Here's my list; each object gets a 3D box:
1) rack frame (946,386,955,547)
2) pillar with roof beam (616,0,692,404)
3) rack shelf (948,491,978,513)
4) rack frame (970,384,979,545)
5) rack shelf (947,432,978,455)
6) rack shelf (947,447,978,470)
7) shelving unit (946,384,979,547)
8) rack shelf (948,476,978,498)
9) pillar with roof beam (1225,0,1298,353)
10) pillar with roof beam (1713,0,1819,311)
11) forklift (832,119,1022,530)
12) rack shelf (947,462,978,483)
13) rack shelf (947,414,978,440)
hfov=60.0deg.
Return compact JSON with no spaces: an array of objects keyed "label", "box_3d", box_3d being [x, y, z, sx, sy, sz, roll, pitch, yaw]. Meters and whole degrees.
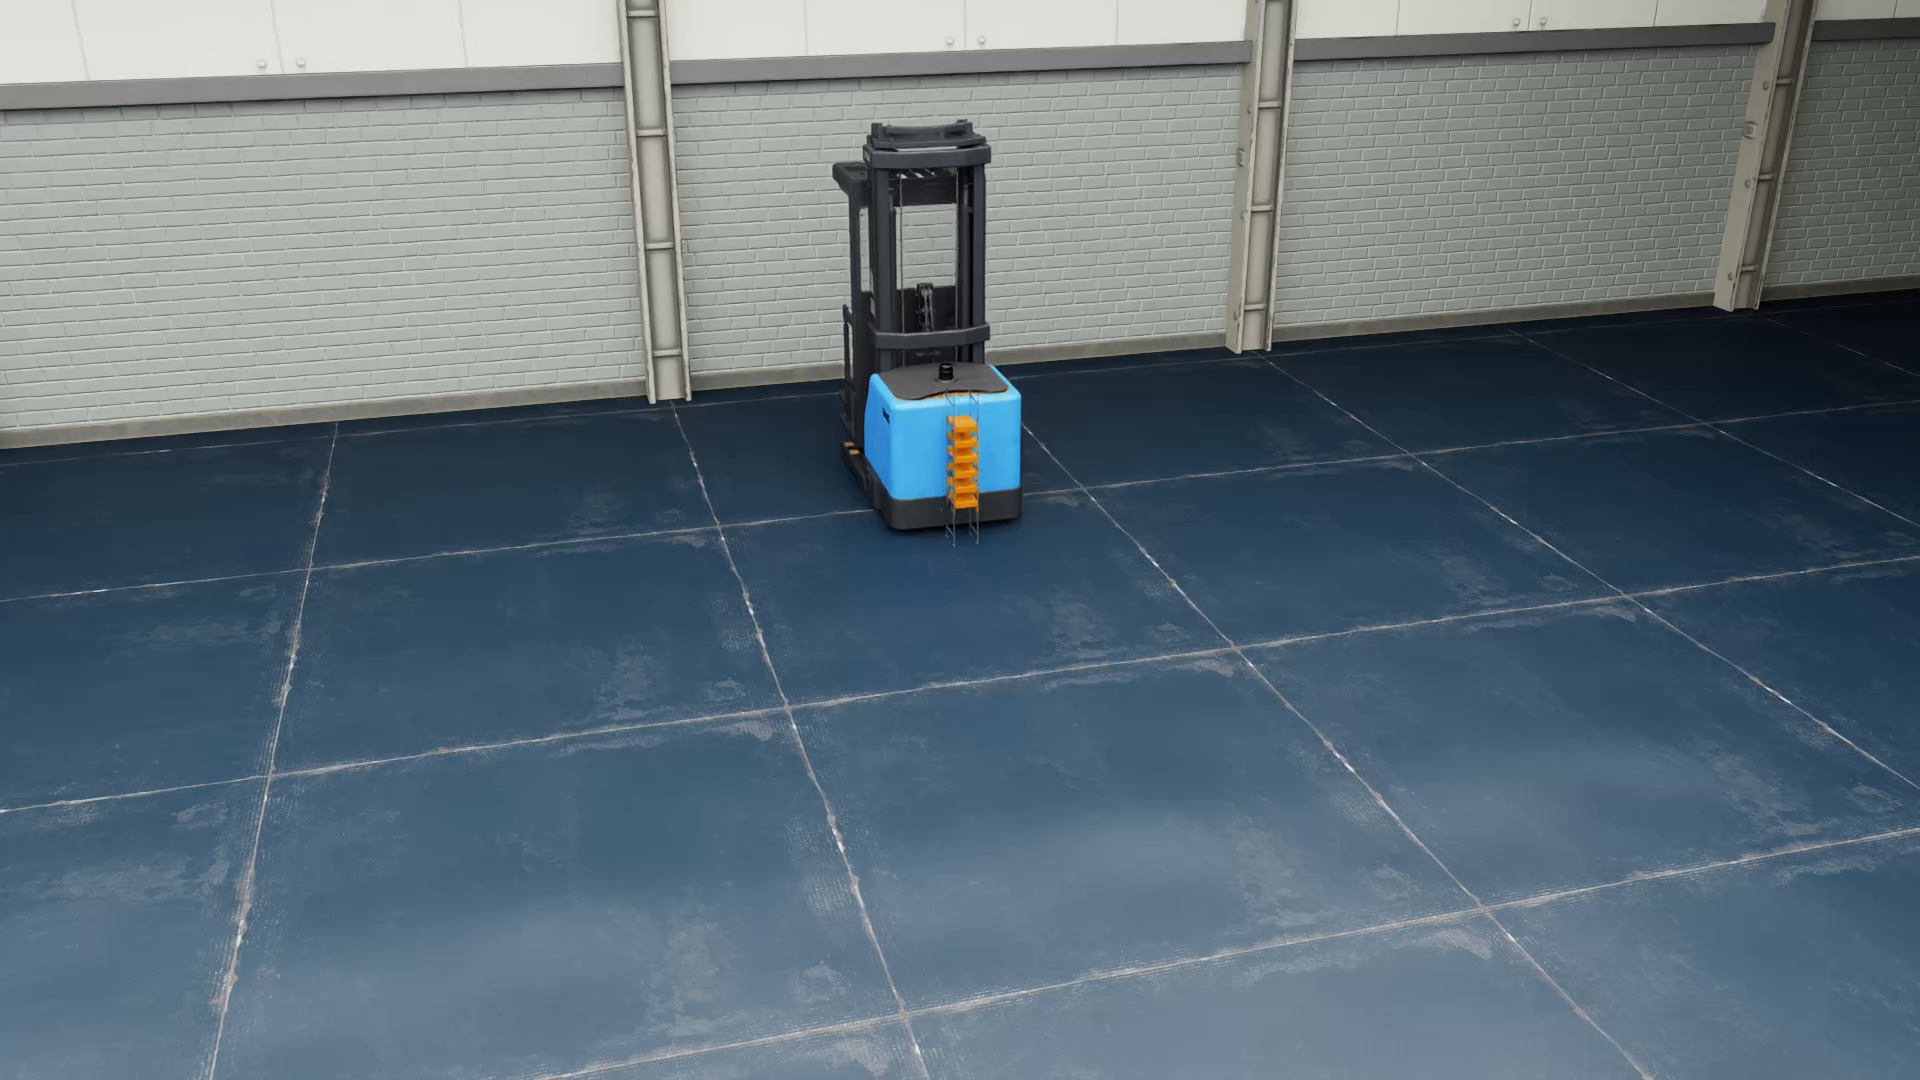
[{"label":"rack frame","box_3d":[-0.072,-0.541,12.419,0.006,1.200,0.240,-6,24,-13]},{"label":"pillar with roof beam","box_3d":[-1.611,-3.866,10.279,0.400,9.000,9.100,-6,24,-14]},{"label":"rack shelf","box_3d":[0.017,-0.288,12.552,0.180,0.103,0.258,-6,24,-13]},{"label":"rack frame","box_3d":[0.105,-0.559,12.460,0.006,1.200,0.240,-6,24,-13]},{"label":"rack shelf","box_3d":[0.016,-0.729,12.362,0.180,0.103,0.258,-6,24,-13]},{"label":"rack shelf","box_3d":[0.016,-0.619,12.410,0.180,0.103,0.258,-6,24,-13]},{"label":"shelving unit","box_3d":[0.017,-0.550,12.440,0.189,1.200,0.258,-6,24,-13]},{"label":"rack shelf","box_3d":[0.017,-0.399,12.504,0.180,0.103,0.258,-6,24,-13]},{"label":"pillar with roof beam","box_3d":[4.166,-4.506,11.768,0.400,9.000,9.100,-6,24,-14]},{"label":"pillar with roof beam","box_3d":[9.943,-5.145,13.258,0.400,9.000,9.100,-6,24,-14]},{"label":"forklift","box_3d":[-0.398,-1.981,13.579,1.130,2.935,3.031,-6,24,-14]},{"label":"rack shelf","box_3d":[0.017,-0.509,12.457,0.180,0.103,0.258,-6,24,-13]},{"label":"rack shelf","box_3d":[0.016,-0.840,12.315,0.180,0.103,0.258,-6,24,-13]}]
